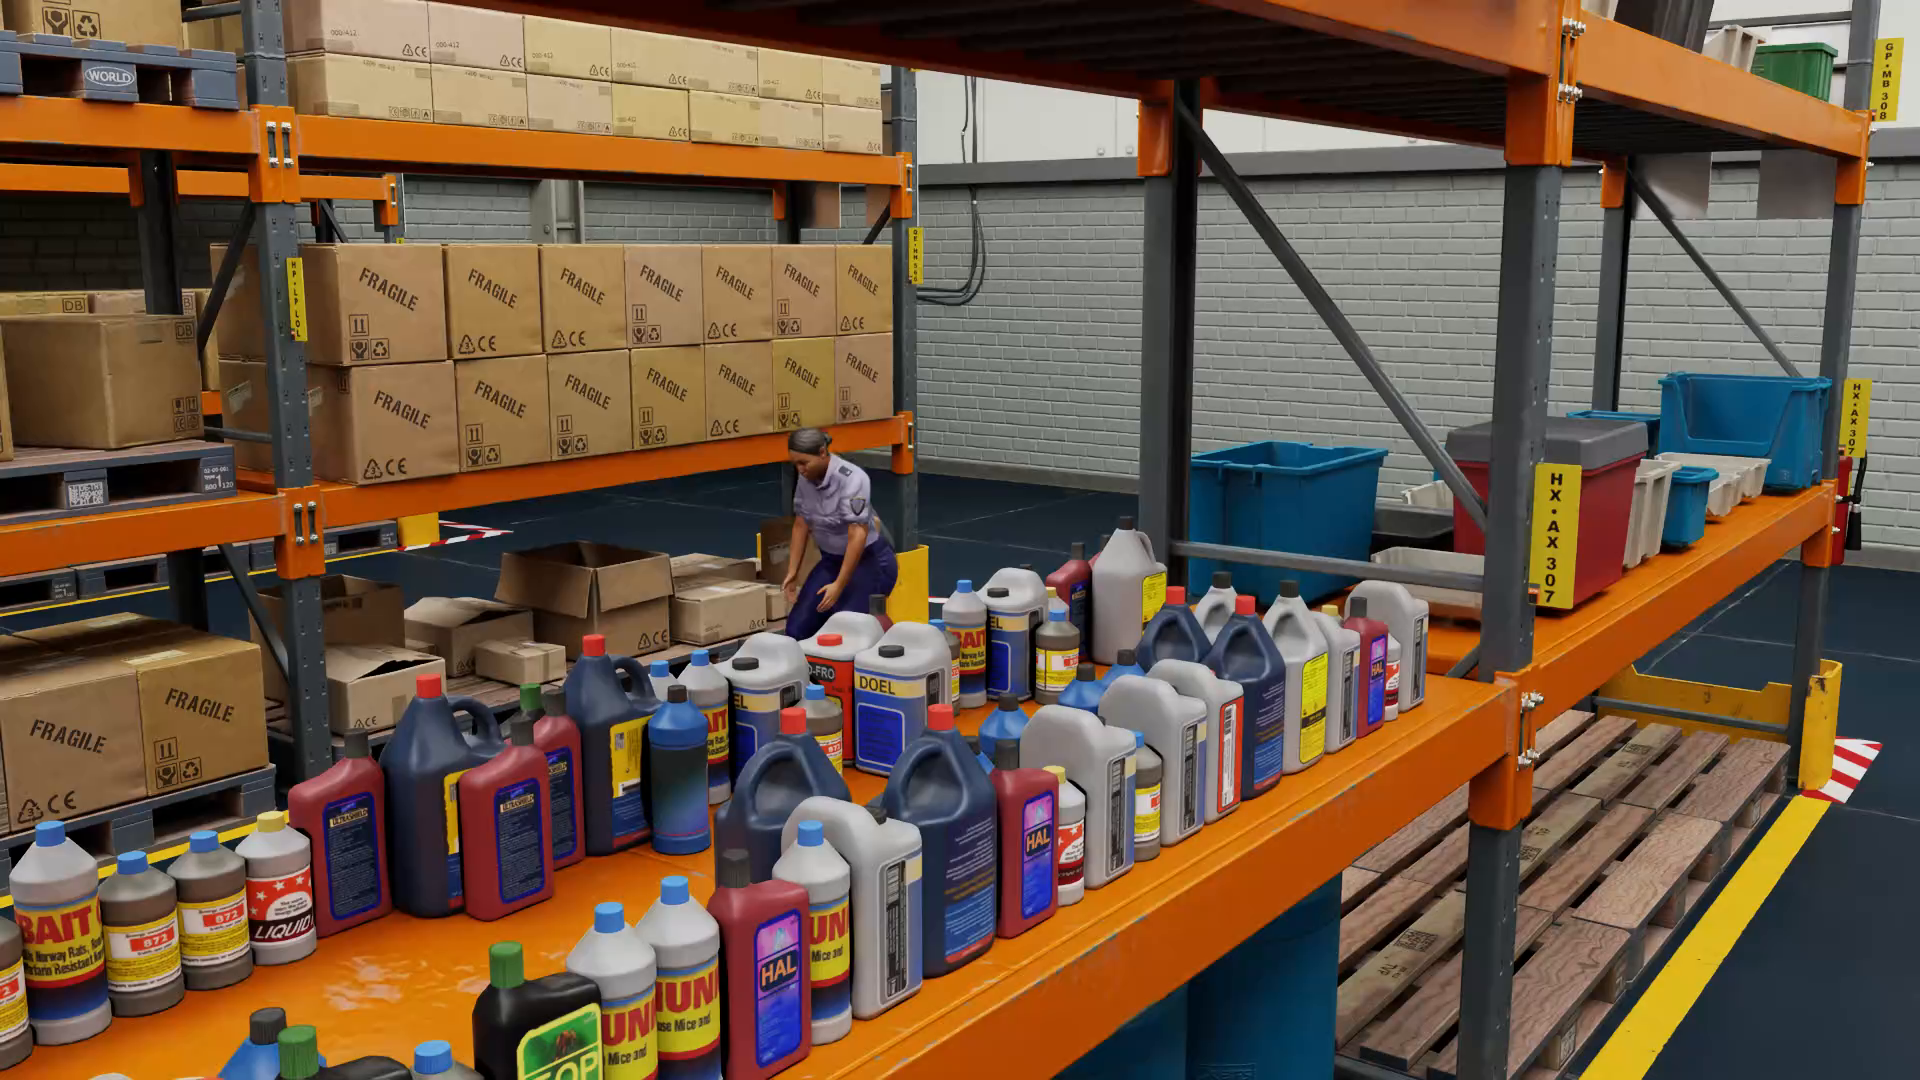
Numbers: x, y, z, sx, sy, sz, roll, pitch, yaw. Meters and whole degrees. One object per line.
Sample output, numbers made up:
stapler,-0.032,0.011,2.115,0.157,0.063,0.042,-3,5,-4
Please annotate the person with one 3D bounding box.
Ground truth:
person,-0.574,0.178,8.017,0.573,1.457,0.528,-8,13,-40
